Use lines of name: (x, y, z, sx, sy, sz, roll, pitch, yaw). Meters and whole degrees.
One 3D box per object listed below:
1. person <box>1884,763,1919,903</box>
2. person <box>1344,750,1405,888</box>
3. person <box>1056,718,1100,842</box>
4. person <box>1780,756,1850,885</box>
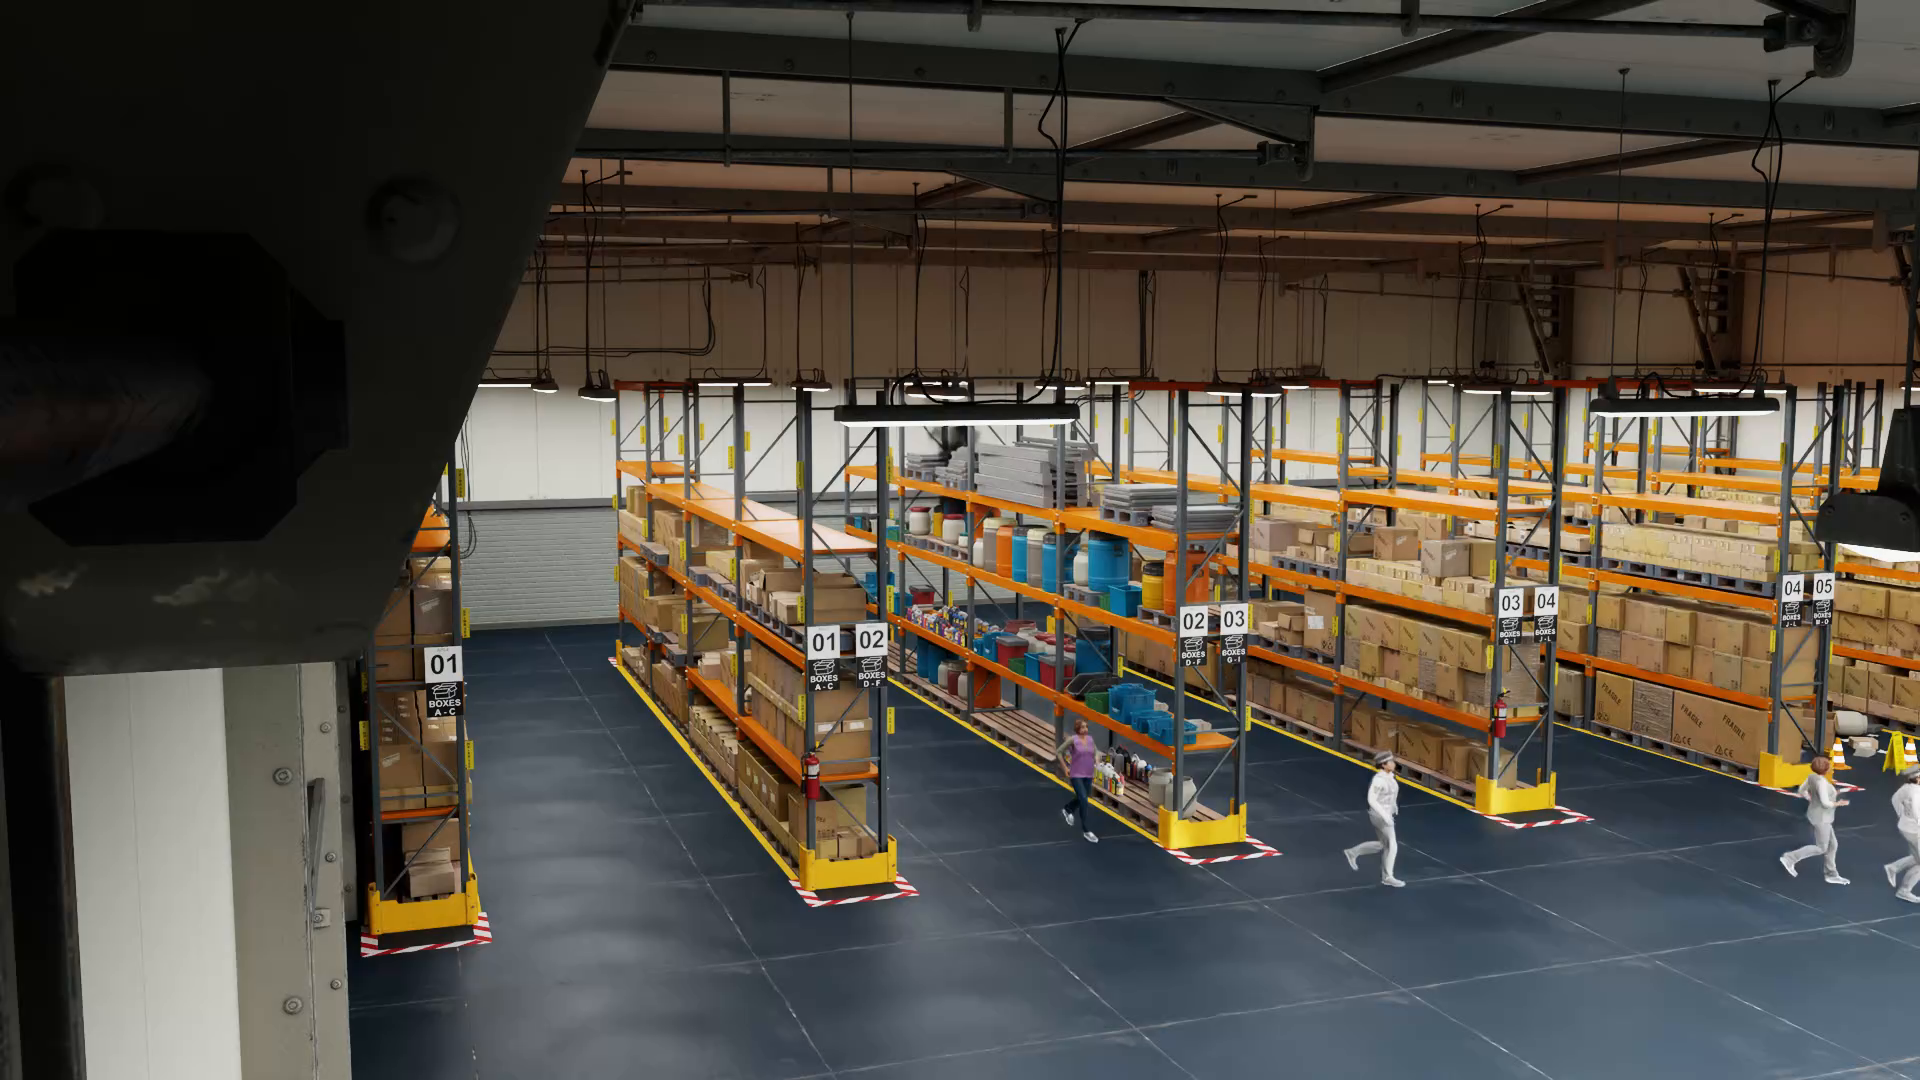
person: (11.267, 3.439, 19.614, 0.561, 1.665, 0.658, 2, 6, 16)
person: (5.065, 3.358, 20.255, 0.746, 1.687, 0.621, 3, 7, 23)
person: (1.604, 3.168, 22.269, 0.551, 1.590, 0.884, -4, 7, -31)
person: (10.437, 3.406, 20.244, 0.819, 1.575, 0.552, 1, 6, 13)
